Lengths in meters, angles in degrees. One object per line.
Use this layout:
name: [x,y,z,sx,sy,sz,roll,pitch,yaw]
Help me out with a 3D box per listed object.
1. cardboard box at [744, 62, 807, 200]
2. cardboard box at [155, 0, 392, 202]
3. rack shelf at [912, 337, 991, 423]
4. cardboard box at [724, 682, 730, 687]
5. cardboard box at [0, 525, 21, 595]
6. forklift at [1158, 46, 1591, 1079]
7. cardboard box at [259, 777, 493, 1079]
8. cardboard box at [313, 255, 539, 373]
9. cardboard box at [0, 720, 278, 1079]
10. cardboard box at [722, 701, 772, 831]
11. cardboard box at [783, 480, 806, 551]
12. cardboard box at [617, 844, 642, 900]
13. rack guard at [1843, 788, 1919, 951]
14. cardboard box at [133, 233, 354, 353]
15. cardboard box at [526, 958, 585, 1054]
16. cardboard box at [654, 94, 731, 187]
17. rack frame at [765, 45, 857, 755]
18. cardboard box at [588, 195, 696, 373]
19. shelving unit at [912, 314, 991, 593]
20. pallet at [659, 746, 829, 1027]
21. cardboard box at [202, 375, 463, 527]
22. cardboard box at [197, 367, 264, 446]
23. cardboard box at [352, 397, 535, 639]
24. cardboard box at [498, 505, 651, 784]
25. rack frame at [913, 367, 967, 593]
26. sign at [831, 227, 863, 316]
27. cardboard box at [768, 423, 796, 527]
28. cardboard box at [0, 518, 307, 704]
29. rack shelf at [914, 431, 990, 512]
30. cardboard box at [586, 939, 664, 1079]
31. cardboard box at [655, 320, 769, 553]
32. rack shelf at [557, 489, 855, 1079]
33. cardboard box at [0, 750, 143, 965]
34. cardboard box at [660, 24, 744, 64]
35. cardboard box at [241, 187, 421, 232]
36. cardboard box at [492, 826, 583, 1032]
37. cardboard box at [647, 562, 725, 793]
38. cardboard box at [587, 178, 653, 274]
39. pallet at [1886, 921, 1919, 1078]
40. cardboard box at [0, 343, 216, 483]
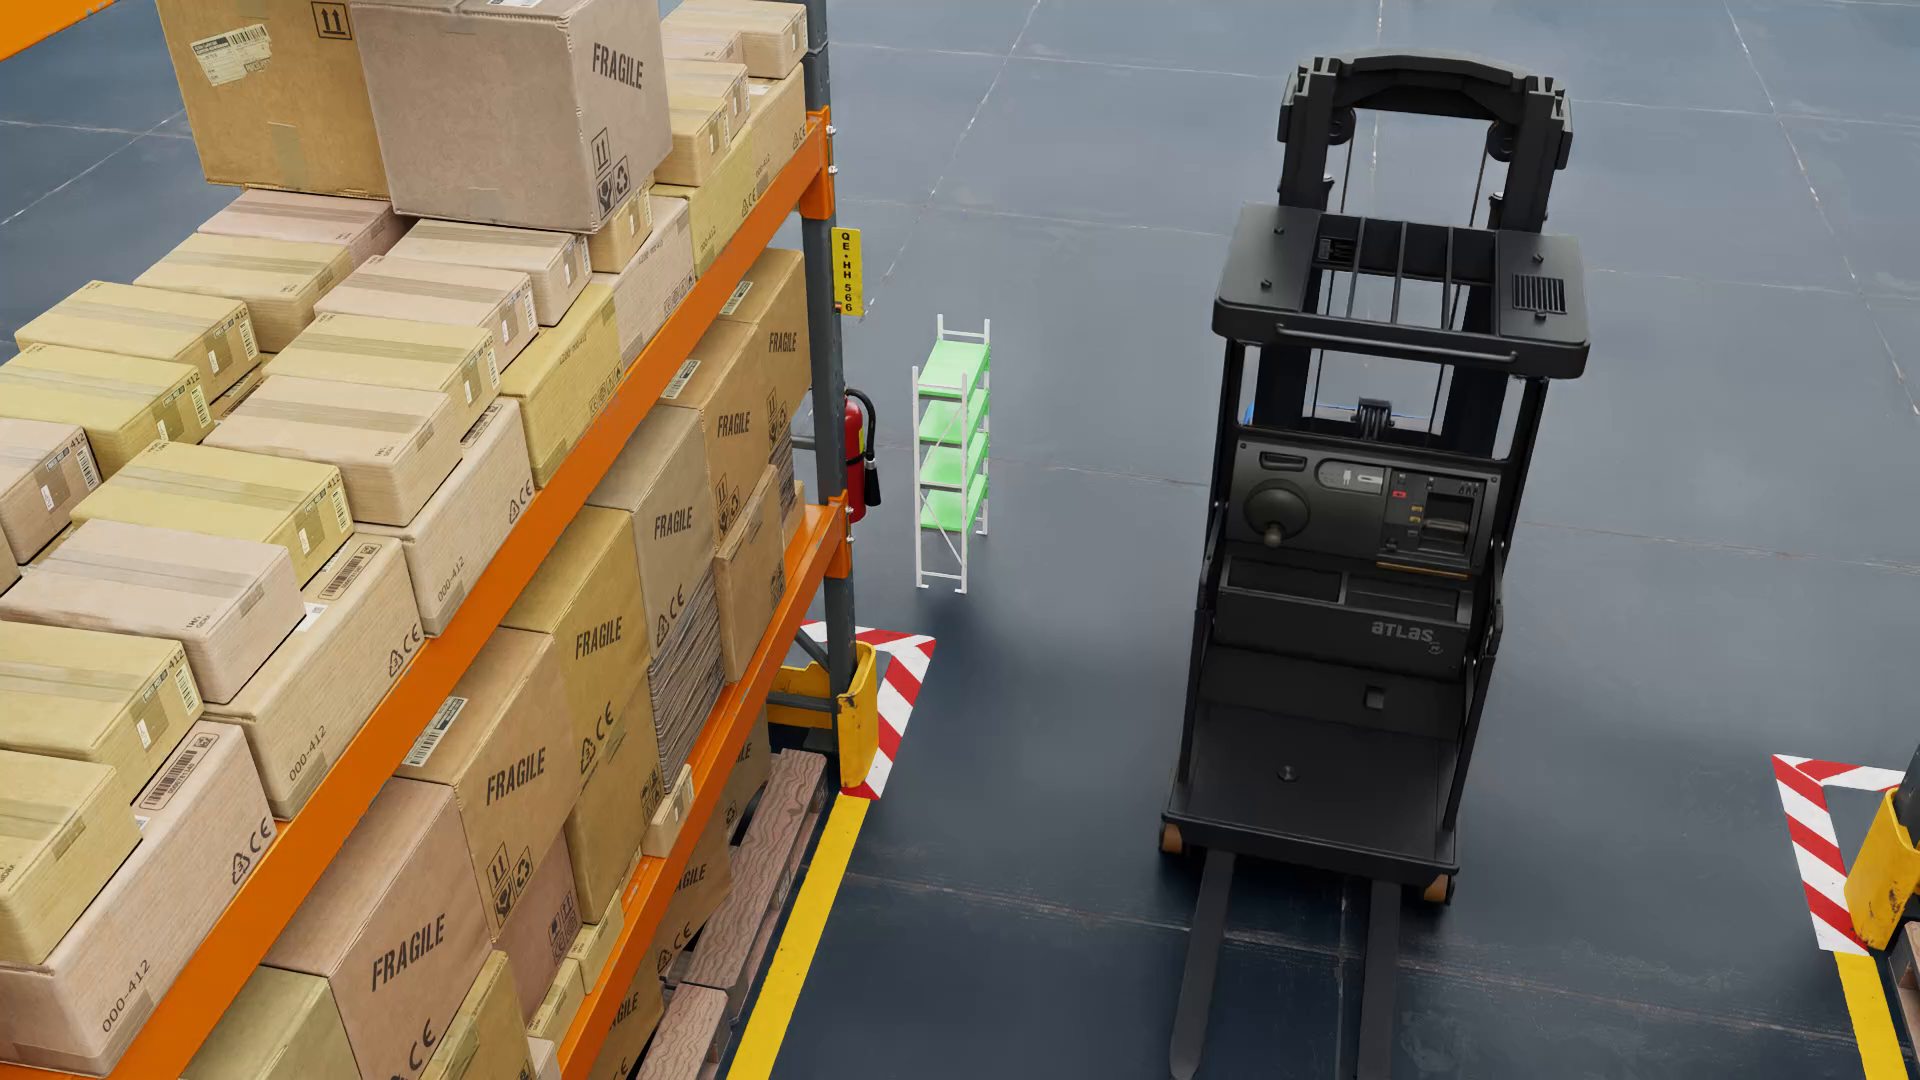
cardboard box: [-0.778,-1.247,4.987,0.500,0.250,0.500,8,37,11]
cardboard box: [-1.504,-1.163,3.977,0.500,0.500,0.500,7,37,10]
rack shelf: [-0.035,-0.728,7.523,0.258,0.148,0.480,7,37,10]
cardboard box: [-0.908,0.323,5.462,0.380,0.149,0.250,7,37,10]
cardboard box: [-1.875,0.057,2.847,0.380,0.149,0.250,6,36,8]
forklift: [1.399,-0.058,5.832,1.130,2.935,3.031,9,37,12]
cardboard box: [-1.328,0.813,3.382,0.500,0.500,0.500,7,37,10]
cardboard box: [-1.144,-0.476,3.583,0.380,0.149,0.250,8,37,11]
cardboard box: [-1.432,0.512,2.560,0.500,0.250,0.500,6,36,8]
cardboard box: [-1.073,0.796,6.368,0.500,0.500,0.500,14,38,19]
cardboard box: [-0.783,-0.111,6.061,0.380,0.149,0.250,7,37,10]
cardboard box: [-1.122,0.897,4.671,0.380,0.149,0.250,7,37,10]
rack guard: [3.945,1.281,6.057,1.175,0.500,0.348,7,37,10]
cardboard box: [-1.571,-0.546,3.680,0.380,0.149,0.250,6,36,8]
cardboard box: [-1.195,1.188,4.269,0.380,0.149,0.250,7,37,10]
cardboard box: [-0.830,-1.067,4.398,0.380,0.149,0.250,8,37,10]
rack frame: [-0.924,-0.402,6.248,1.000,3.000,0.127,7,37,10]
cardboard box: [-1.000,-0.668,4.188,0.500,0.250,0.500,8,37,11]
shelving unit: [-0.035,-0.391,7.767,0.258,1.200,0.503,7,37,10]
pallet: [-1.148,1.232,6.370,1.003,0.211,1.213,7,37,10]
cardboard box: [-1.186,-0.174,3.165,0.380,0.149,0.250,7,36,9]
cardboard box: [-1.710,-0.148,3.469,0.500,0.250,0.500,7,37,10]
cardboard box: [-1.207,-0.076,3.370,0.500,0.250,0.500,6,36,8]
cardboard box: [-1.125,0.238,4.175,0.500,0.500,0.500,7,37,10]
rack frame: [-0.087,-0.251,7.574,0.240,1.200,0.015,7,37,10]
sign: [-0.386,-0.918,5.704,0.100,0.325,0.005,7,37,10]
cardboard box: [-1.068,-0.251,5.702,0.875,0.500,0.500,7,37,10]
cardboard box: [-1.338,0.114,2.769,0.380,0.149,0.250,8,37,10]
rack shelf: [-0.035,-0.339,7.804,0.258,0.148,0.480,7,37,10]
cardboard box: [-1.320,1.500,5.397,0.500,0.500,0.500,11,37,14]
cardboard box: [-0.901,-0.334,4.964,0.500,0.500,0.500,7,37,10]
rack shelf: [-1.351,1.036,4.878,1.077,0.370,4.000,7,37,10]
cardboard box: [-1.407,0.428,2.335,0.380,0.149,0.250,6,36,9]
cardboard box: [-0.848,-1.384,4.836,0.380,0.149,0.250,6,36,8]
cardboard box: [-1.519,-0.847,4.094,0.380,0.149,0.250,6,36,8]
cardboard box: [-1.472,0.899,4.115,0.875,0.500,0.500,7,37,10]
cardboard box: [-1.206,0.332,4.897,0.875,0.500,0.500,7,37,10]
cardboard box: [-0.963,-0.774,3.994,0.380,0.149,0.250,6,36,8]
pallet: [3.766,1.863,5.500,1.003,0.211,1.213,7,37,10]
cardboard box: [-1.714,-0.243,3.261,0.380,0.149,0.250,9,37,12]
